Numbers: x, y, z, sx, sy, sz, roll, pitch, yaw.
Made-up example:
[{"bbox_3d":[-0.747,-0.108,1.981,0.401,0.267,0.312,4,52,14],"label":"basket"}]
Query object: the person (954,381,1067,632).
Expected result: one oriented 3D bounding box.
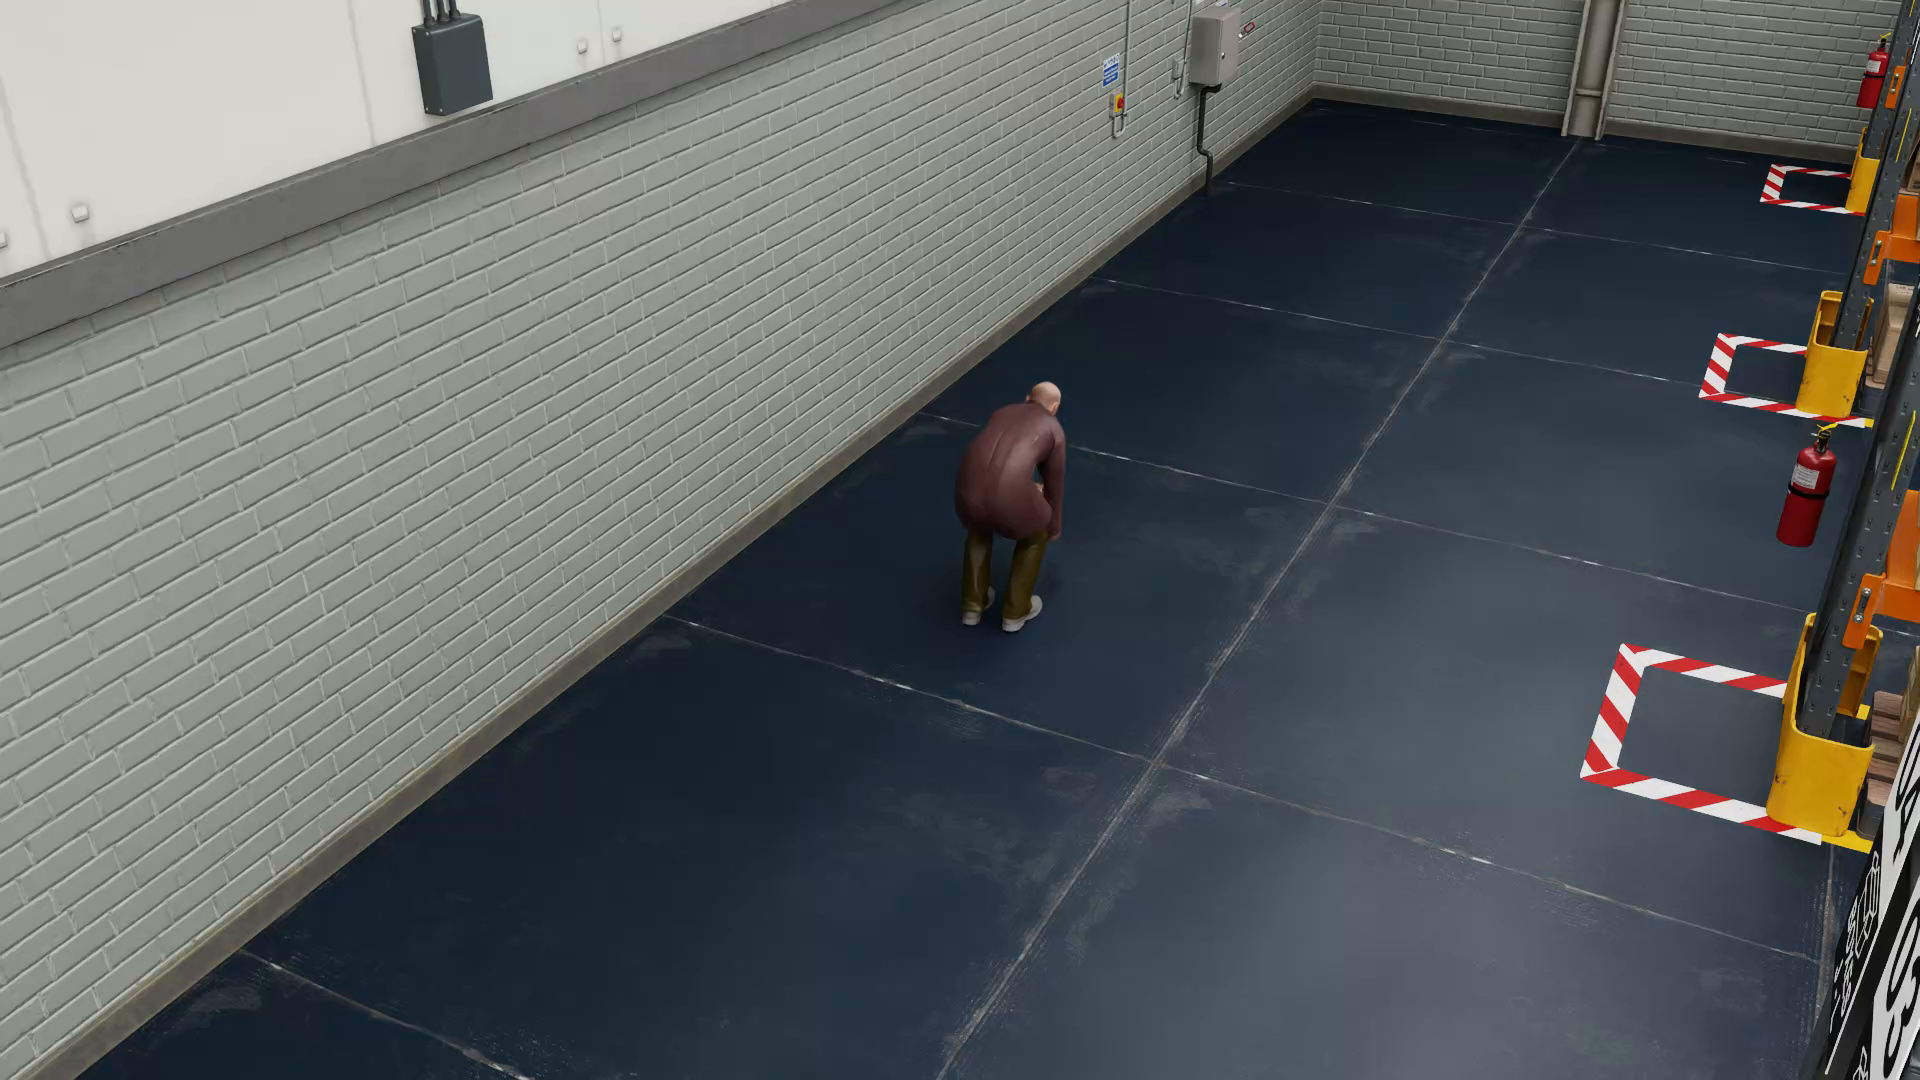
[{"bbox_3d":[0.316,-0.183,9.216,0.559,1.203,0.939,13,32,22],"label":"person"}]
